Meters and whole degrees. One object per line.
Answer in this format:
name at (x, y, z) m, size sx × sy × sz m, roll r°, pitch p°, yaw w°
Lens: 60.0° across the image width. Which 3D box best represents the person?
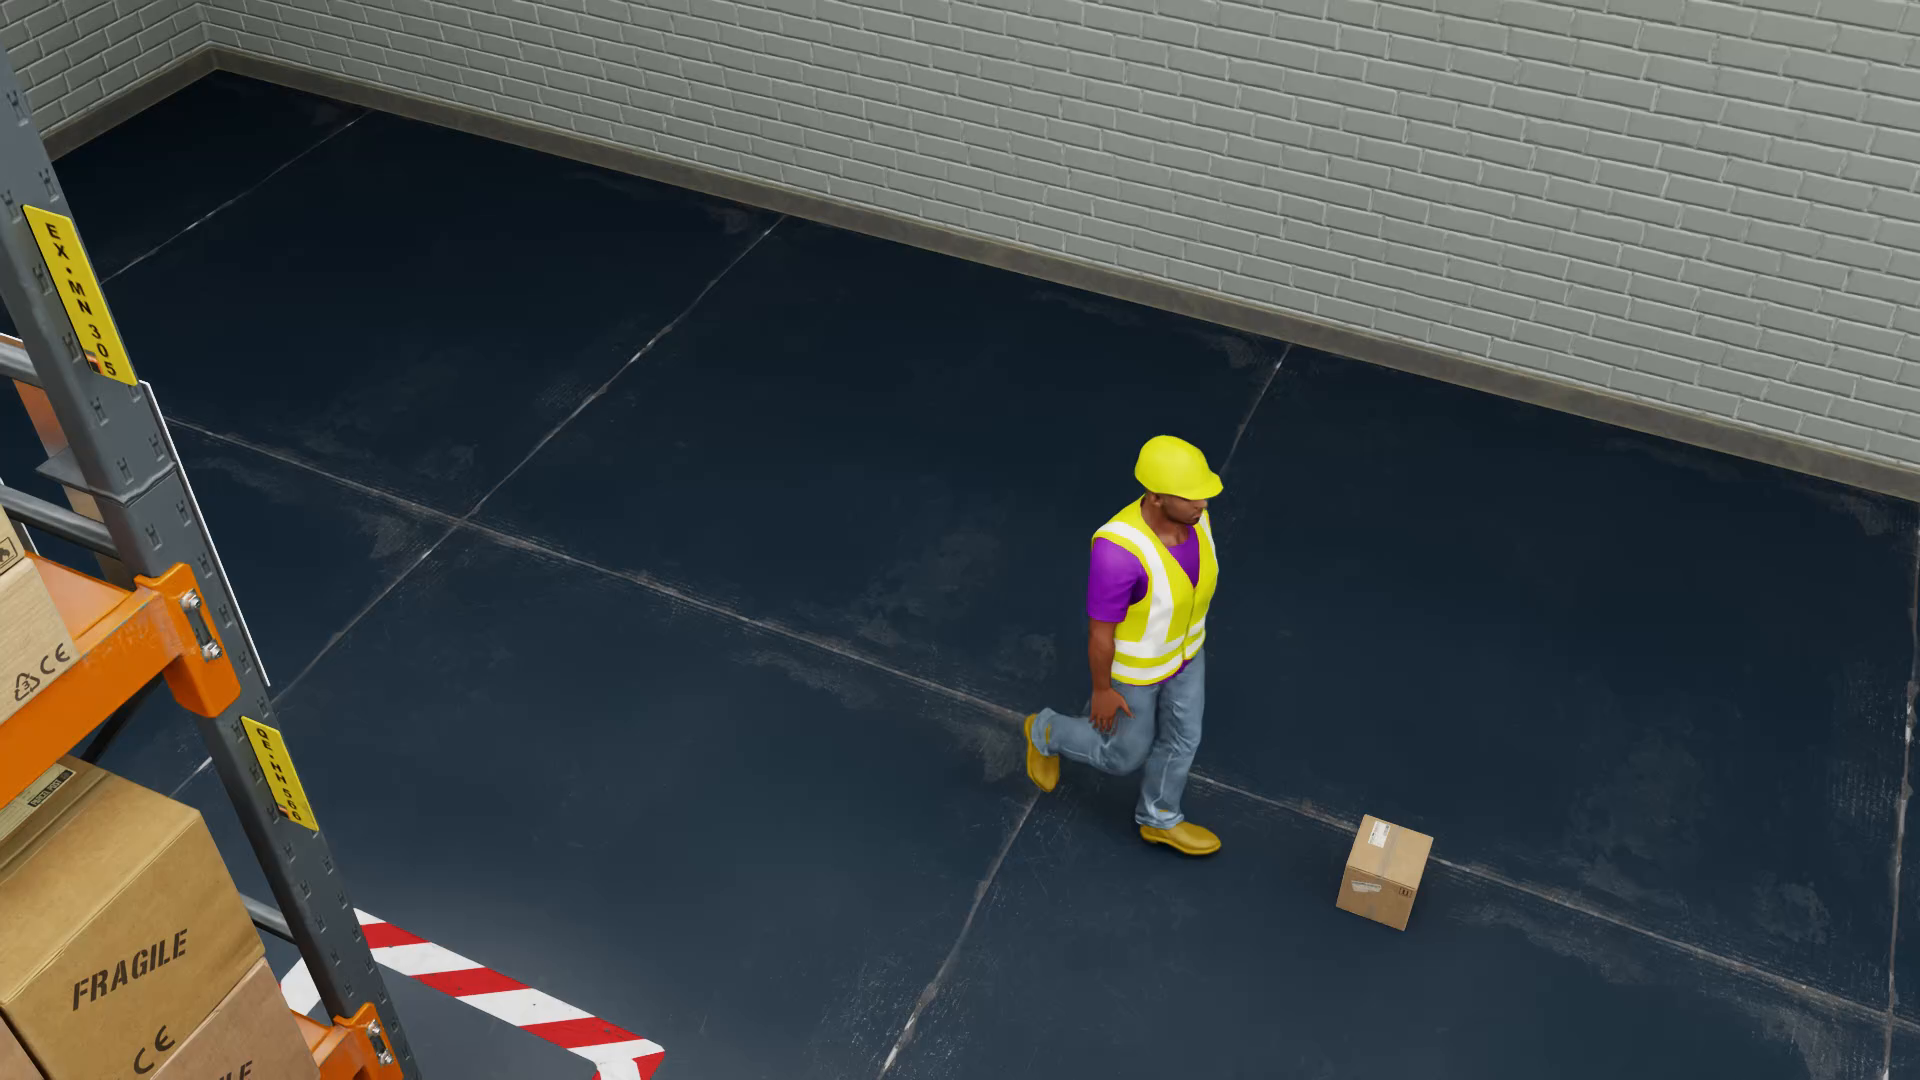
person at (0.617, 0.363, 5.728) m, size 0.608 × 1.744 × 0.796 m, roll -32°, pitch 51°, yaw -31°
